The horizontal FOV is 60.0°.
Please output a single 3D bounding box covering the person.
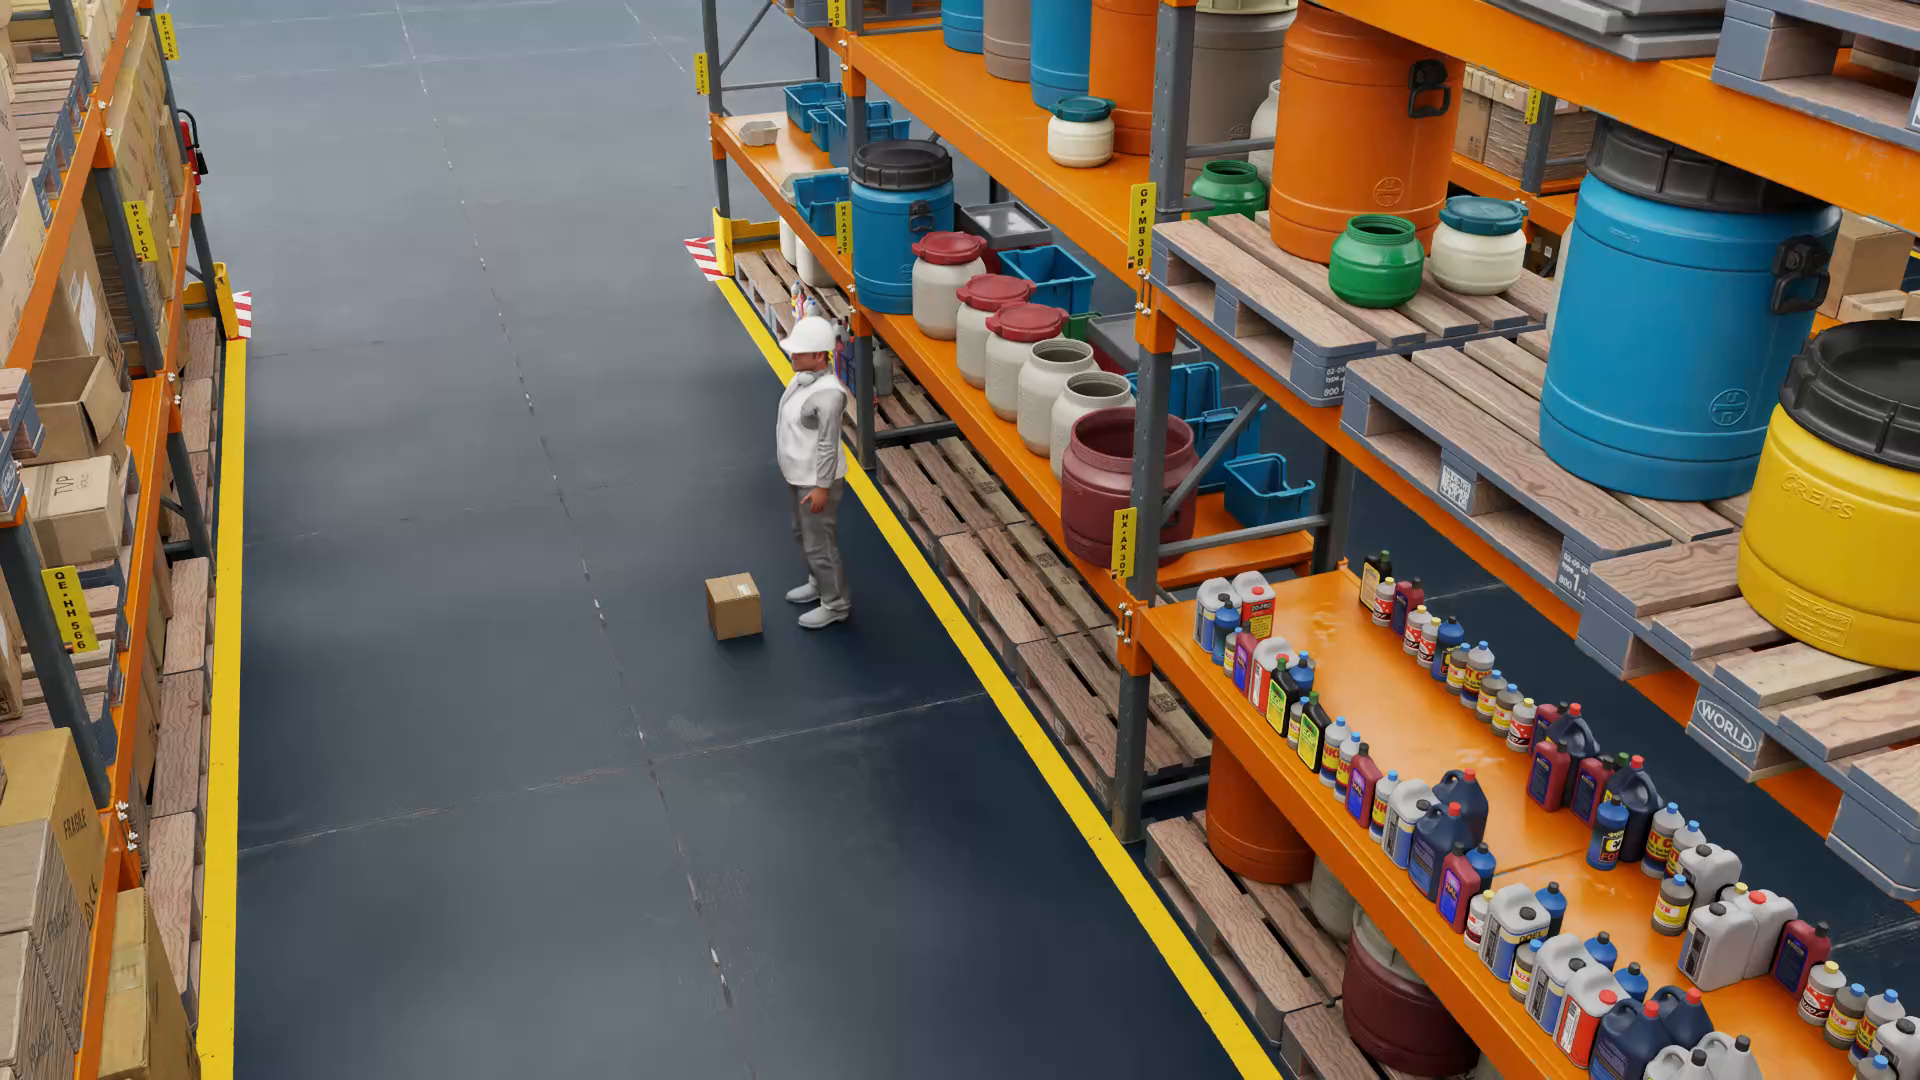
[{"bbox_3d":[-0.792,-0.368,8.971,0.359,1.769,0.531,-10,31,-16],"label":"person"}]
